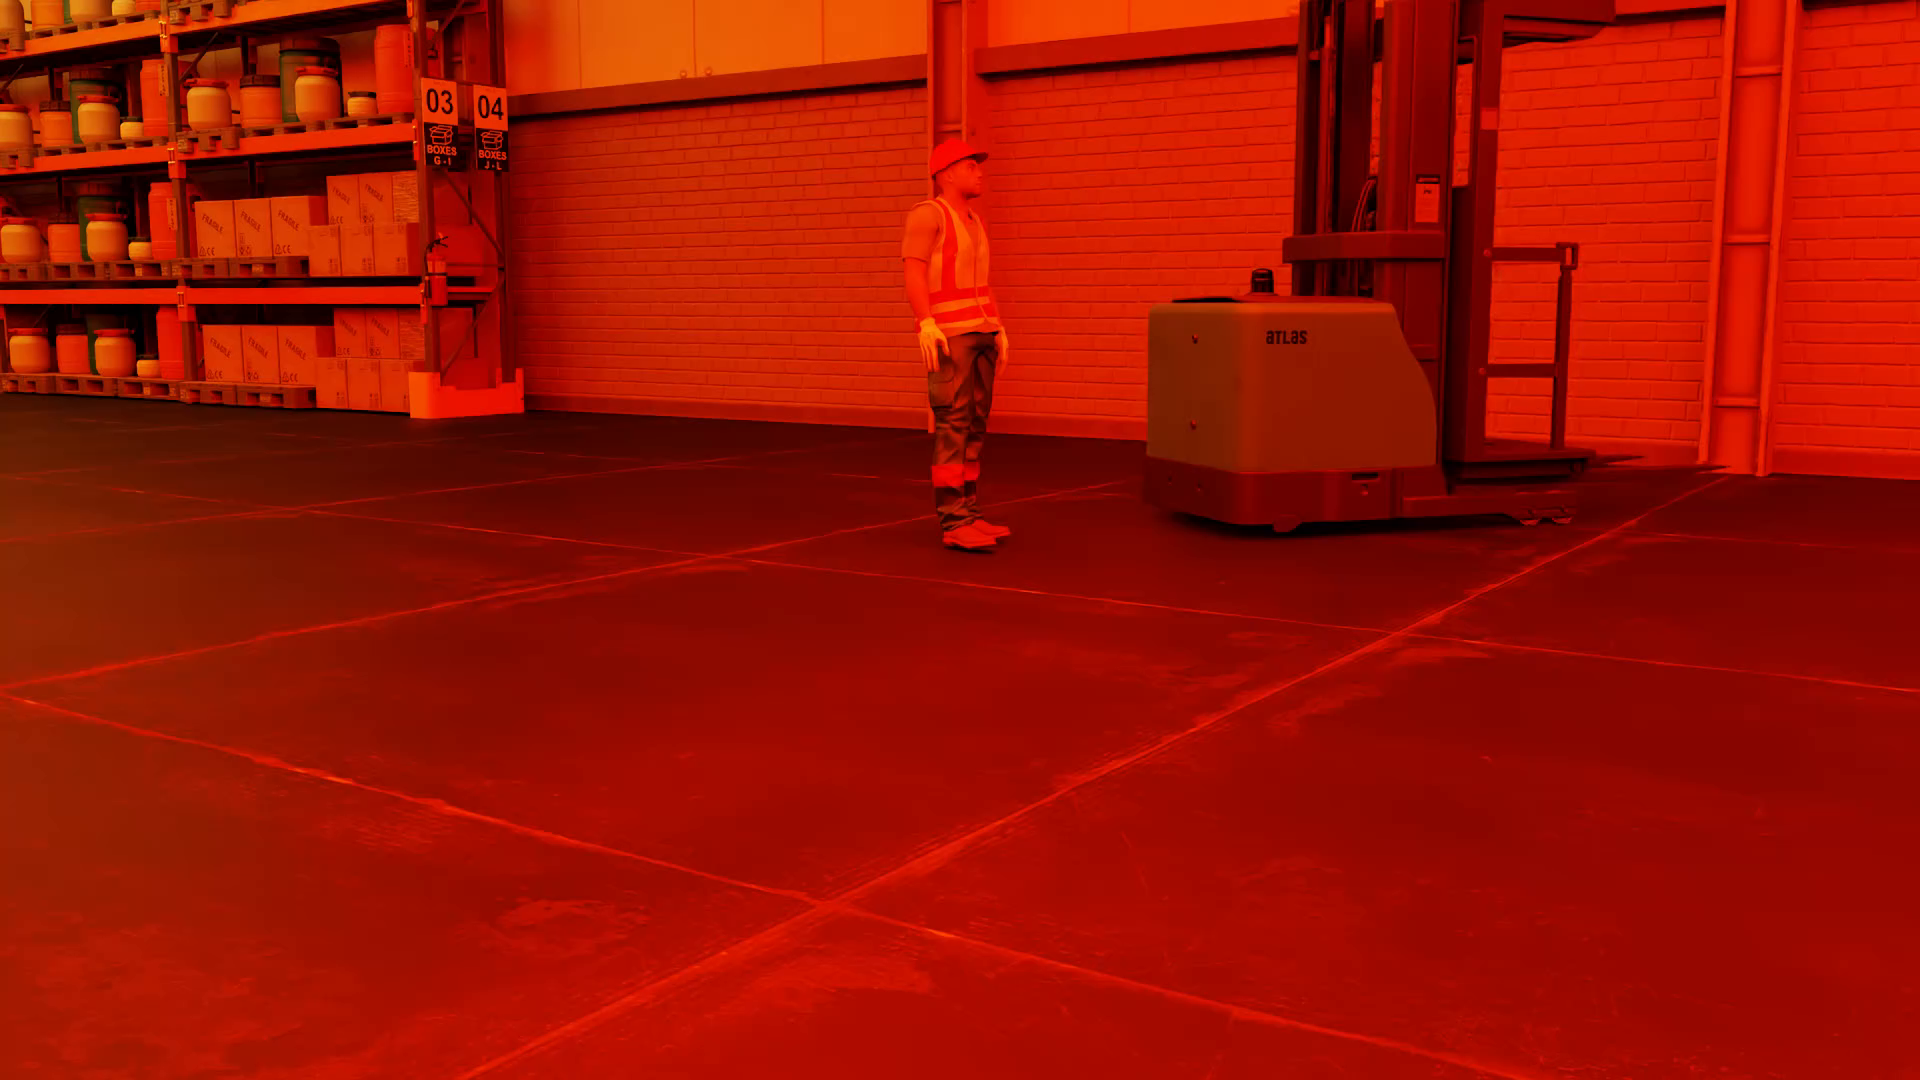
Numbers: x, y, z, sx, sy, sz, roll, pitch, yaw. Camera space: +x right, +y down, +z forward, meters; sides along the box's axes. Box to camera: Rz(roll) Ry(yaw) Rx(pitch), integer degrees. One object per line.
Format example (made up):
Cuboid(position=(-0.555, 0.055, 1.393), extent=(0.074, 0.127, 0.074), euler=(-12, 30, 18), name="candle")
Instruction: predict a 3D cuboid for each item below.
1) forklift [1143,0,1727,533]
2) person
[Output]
Cuboid(position=(2.501, -1.587, 8.350), extent=(3.031, 2.935, 1.130), euler=(-3, 9, -20), name="forklift")
Cuboid(position=(0.061, -0.885, 7.423), extent=(0.561, 1.790, 0.638), euler=(5, 10, 34), name="person")
